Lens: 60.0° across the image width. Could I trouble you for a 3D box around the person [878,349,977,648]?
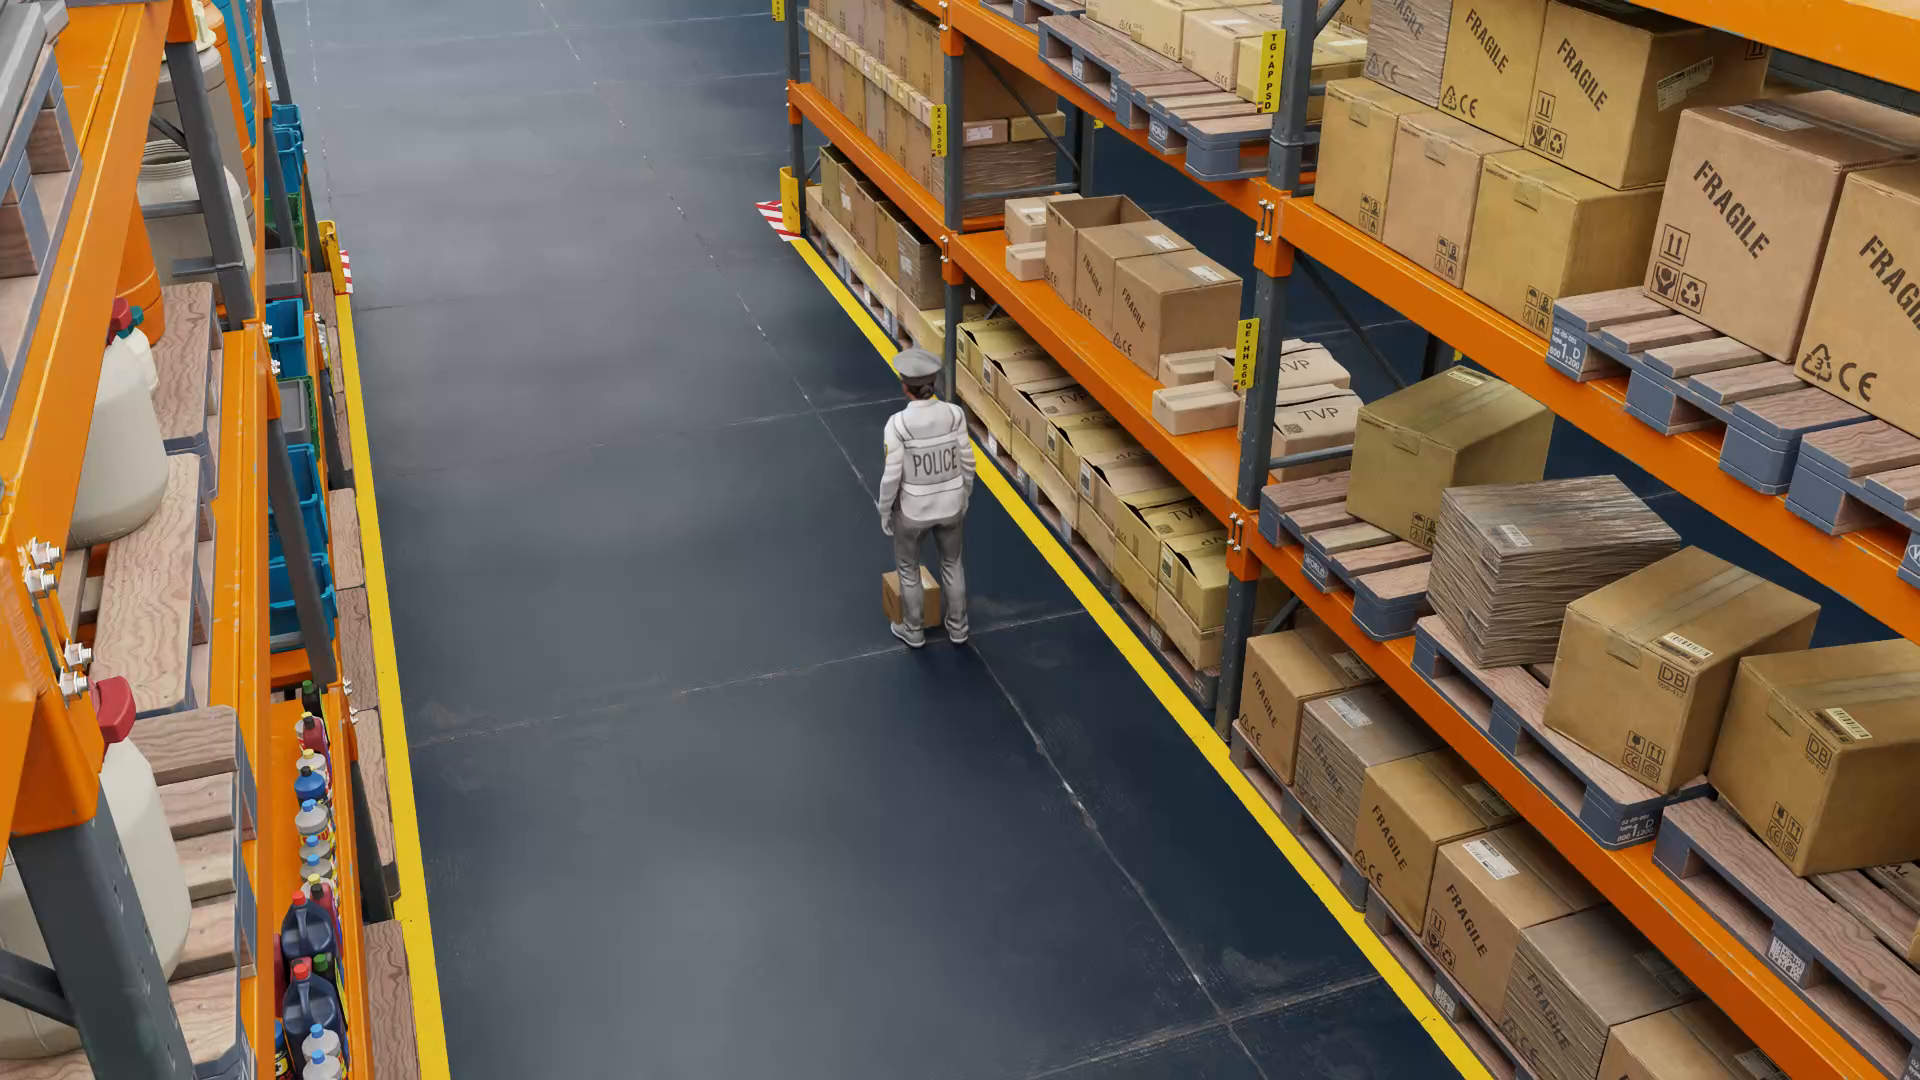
[{"bbox_3d":[-0.183,-0.179,8.644,0.522,1.662,0.413,-12,32,-19],"label":"person"}]
